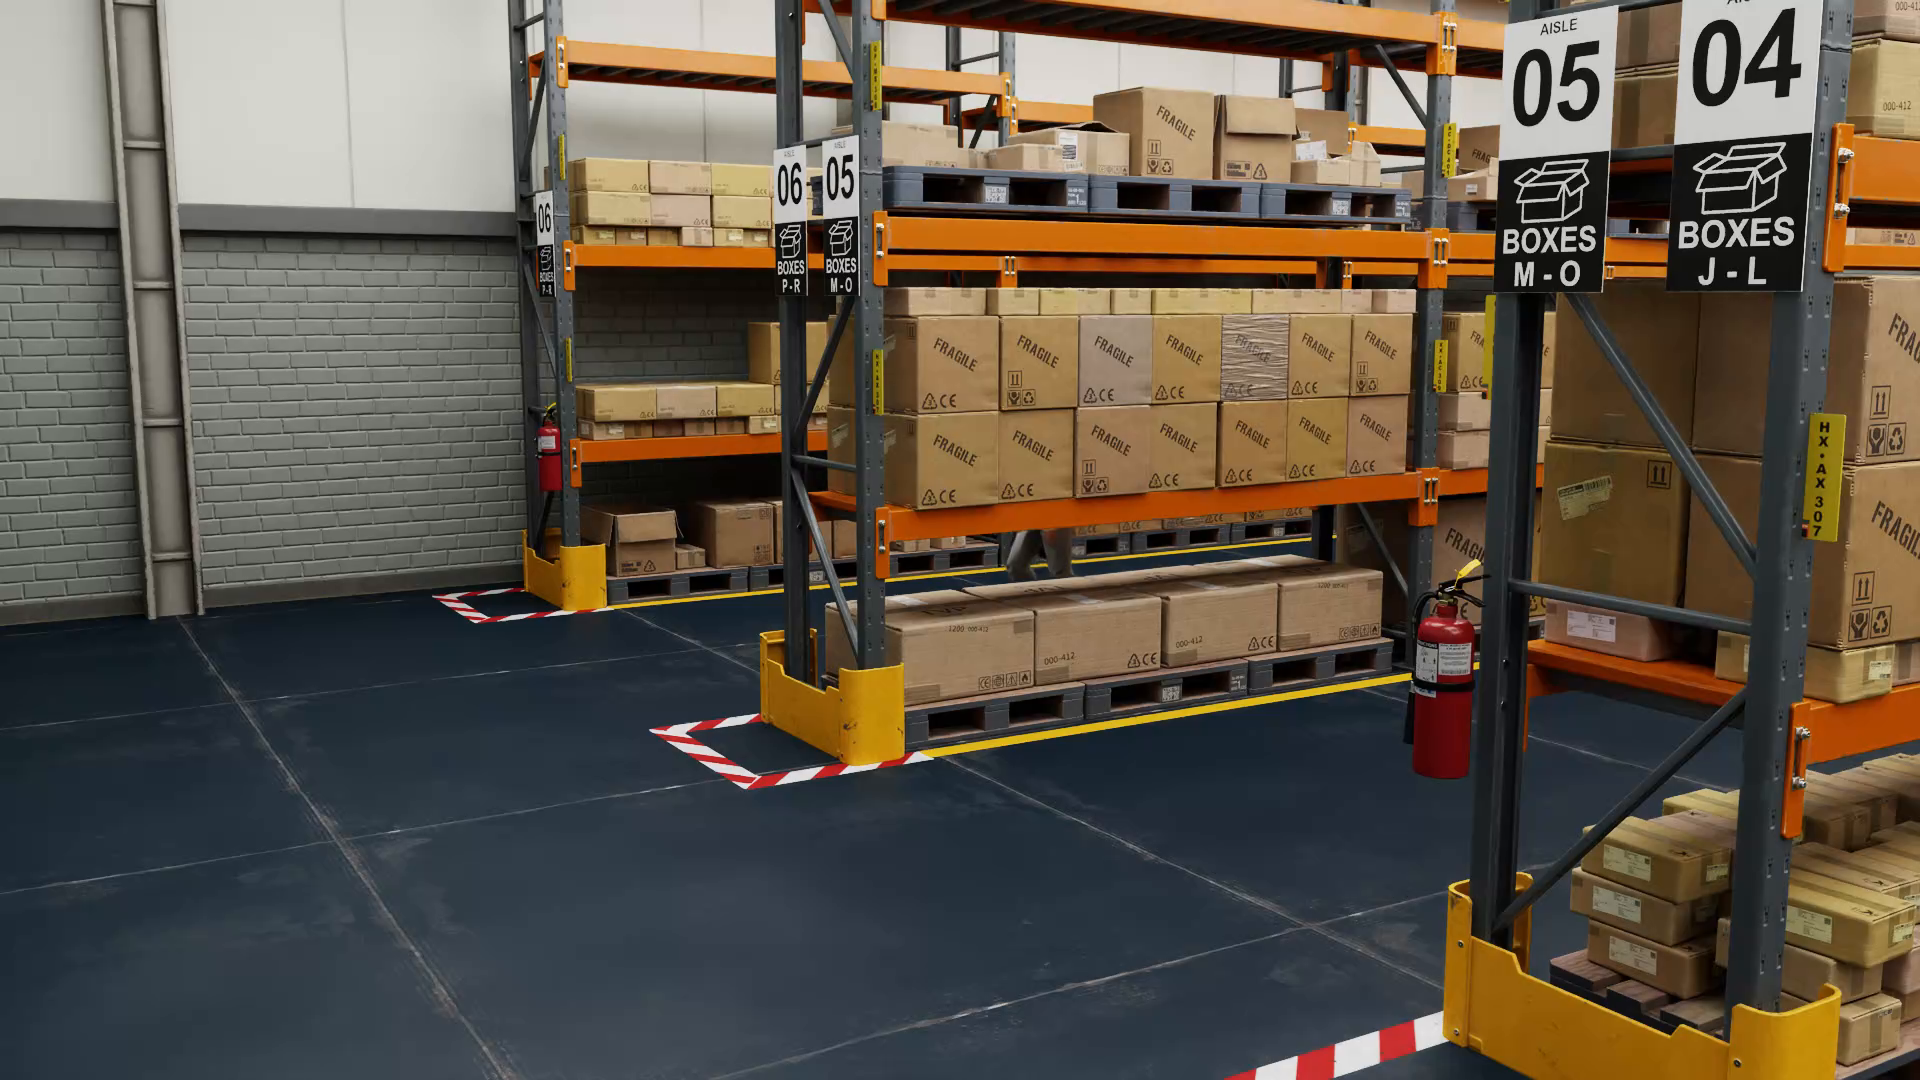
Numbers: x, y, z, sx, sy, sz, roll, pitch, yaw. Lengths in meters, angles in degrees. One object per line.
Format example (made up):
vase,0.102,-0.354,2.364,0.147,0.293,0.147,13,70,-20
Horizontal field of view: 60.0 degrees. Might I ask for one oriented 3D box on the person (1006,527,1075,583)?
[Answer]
person,0.638,-0.114,11.624,0.537,1.676,0.472,-4,9,-25
